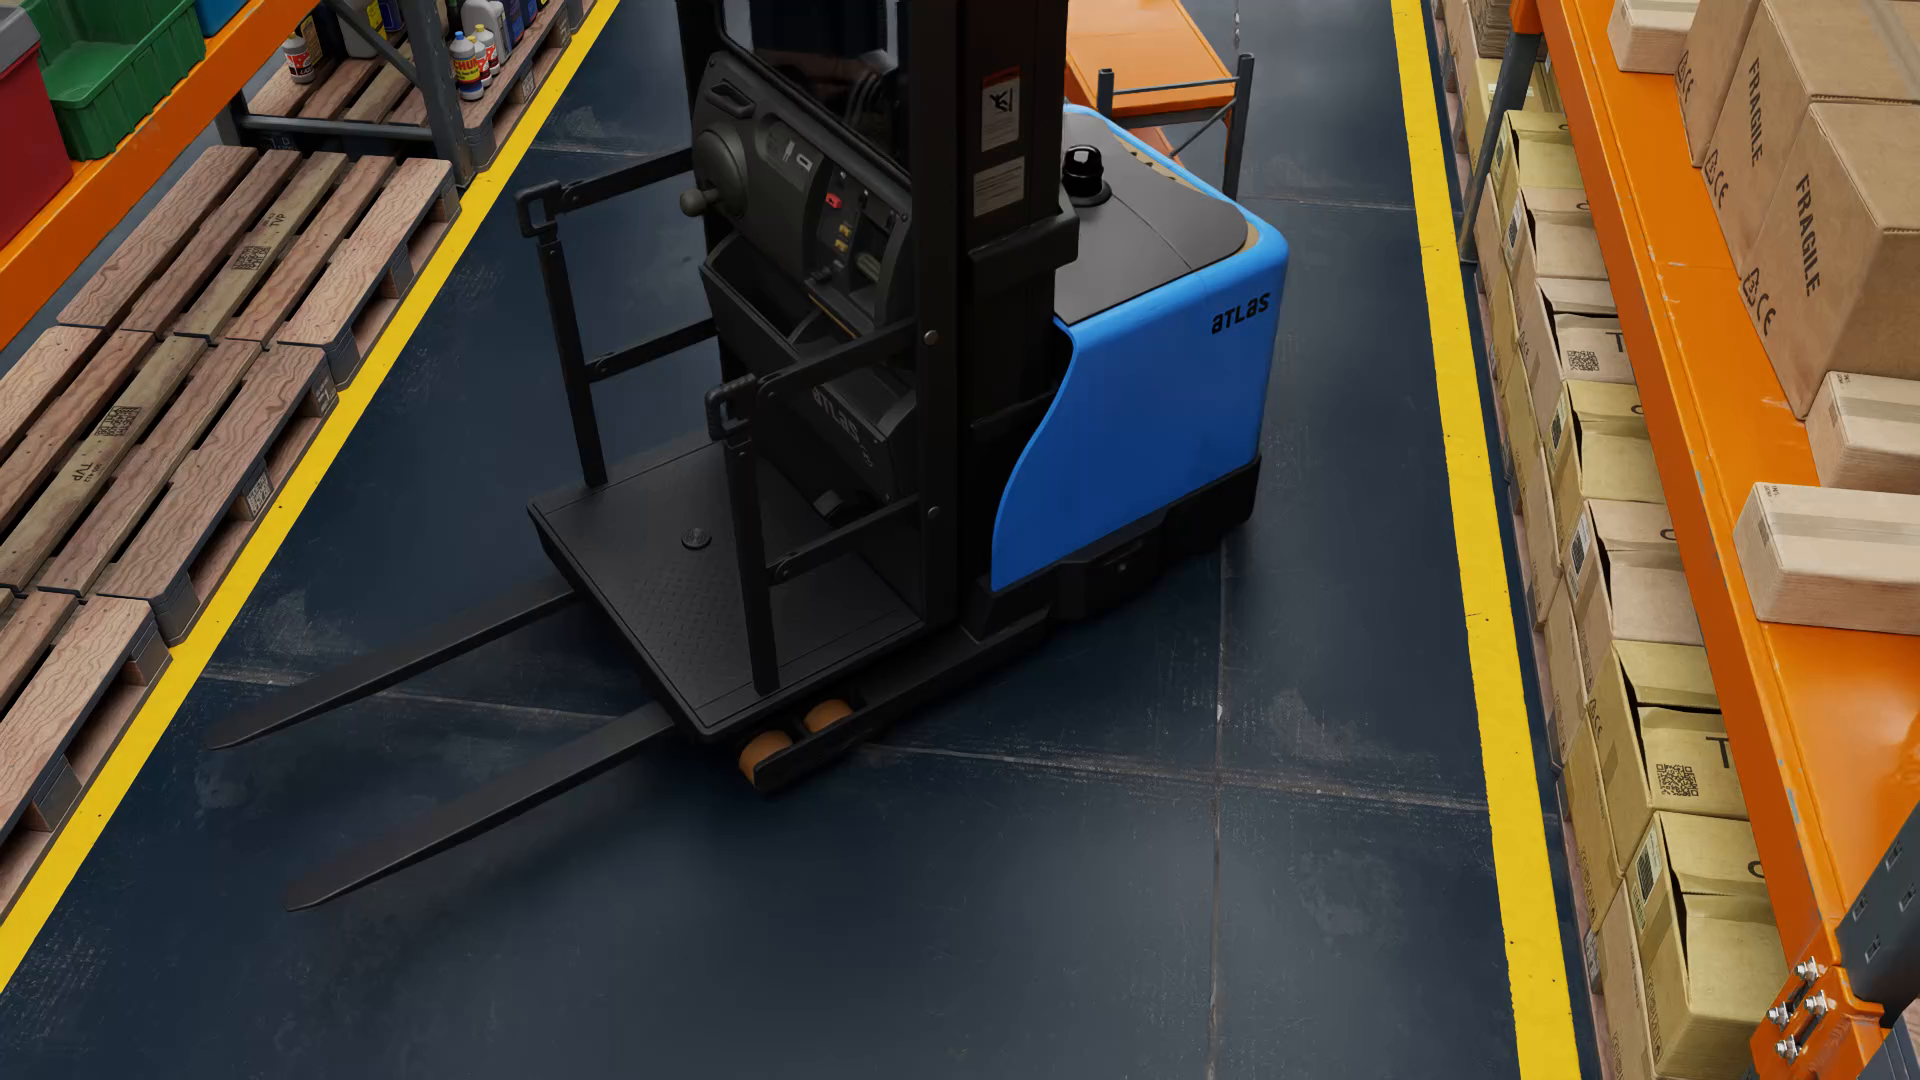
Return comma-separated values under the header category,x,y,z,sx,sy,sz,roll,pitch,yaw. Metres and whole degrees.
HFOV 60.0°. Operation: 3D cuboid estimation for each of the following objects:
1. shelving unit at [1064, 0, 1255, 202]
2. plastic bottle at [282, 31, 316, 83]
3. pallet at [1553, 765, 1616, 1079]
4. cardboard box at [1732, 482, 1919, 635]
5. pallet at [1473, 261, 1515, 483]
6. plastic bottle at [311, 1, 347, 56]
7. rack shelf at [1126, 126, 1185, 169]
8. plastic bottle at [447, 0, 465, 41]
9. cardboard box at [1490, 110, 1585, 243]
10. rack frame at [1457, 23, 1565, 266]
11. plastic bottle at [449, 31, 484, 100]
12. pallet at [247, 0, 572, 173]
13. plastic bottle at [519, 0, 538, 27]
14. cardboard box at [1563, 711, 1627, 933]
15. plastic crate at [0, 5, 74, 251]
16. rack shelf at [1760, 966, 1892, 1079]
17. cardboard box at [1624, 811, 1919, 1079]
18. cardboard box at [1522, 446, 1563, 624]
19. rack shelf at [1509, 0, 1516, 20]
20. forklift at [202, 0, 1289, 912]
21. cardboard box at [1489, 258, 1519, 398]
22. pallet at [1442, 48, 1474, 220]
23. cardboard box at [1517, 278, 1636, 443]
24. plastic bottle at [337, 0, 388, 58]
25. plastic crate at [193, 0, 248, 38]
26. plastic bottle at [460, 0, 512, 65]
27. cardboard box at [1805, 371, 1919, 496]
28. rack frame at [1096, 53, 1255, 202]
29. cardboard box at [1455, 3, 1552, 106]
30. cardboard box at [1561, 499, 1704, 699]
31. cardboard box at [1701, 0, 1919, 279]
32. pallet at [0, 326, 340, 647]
category,x,y,z,sx,sy,sz,roll,pitch,yaw
shelving unit,0.568,-1.419,5.931,0.538,1.125,1.048,-9,44,-9
plastic bottle,-2.754,-2.014,6.911,0.097,0.201,0.097,0,43,0
pallet,2.035,1.039,3.999,1.003,0.211,1.213,5,44,6
cardboard box,1.733,0.037,3.212,0.380,0.149,0.250,5,44,6
pallet,2.358,-0.624,5.755,1.003,0.211,1.213,5,44,6
plastic bottle,-2.693,-2.258,7.060,0.144,0.351,0.185,4,44,4
rack shelf,0.568,-1.242,6.099,0.538,0.278,1.000,-9,44,-9
plastic bottle,-2.106,-2.178,7.024,0.061,0.283,0.133,5,44,6
cardboard box,2.115,-1.241,5.665,0.500,0.311,0.500,5,44,6
rack frame,2.416,-2.142,5.331,1.000,3.000,0.127,5,44,6
plastic bottle,-2.016,-1.941,6.783,0.097,0.271,0.097,0,43,0
pallet,-2.363,-2.036,7.247,1.003,0.211,1.213,5,44,6
plastic bottle,-1.950,-2.434,7.245,0.144,0.351,0.185,4,44,4
cardboard box,1.780,0.698,4.026,0.500,0.250,0.500,5,44,5
plastic crate,-2.505,-0.966,4.041,0.402,0.464,0.583,5,44,6
rack shelf,1.623,2.208,1.259,1.077,0.370,4.000,5,44,6
cardboard box,1.713,0.847,3.460,0.500,0.311,0.500,6,44,7
cardboard box,1.915,0.004,4.758,0.500,0.250,0.500,6,44,6
rack shelf,2.681,-3.244,7.017,1.077,0.370,4.000,5,44,6
forklift,-0.570,-0.799,3.962,3.031,2.935,1.130,-26,49,-25
cardboard box,2.049,-0.696,5.497,0.500,0.250,0.500,6,44,7
pallet,2.563,-1.668,6.858,1.003,0.211,1.213,5,44,6
cardboard box,1.976,-0.547,4.933,0.500,0.311,0.500,4,44,4
plastic bottle,-2.551,-2.245,7.046,0.144,0.351,0.185,5,44,6
plastic crate,-2.330,-1.809,4.990,0.392,0.384,0.575,5,44,6
plastic bottle,-2.001,-2.166,7.017,0.152,0.276,0.135,7,44,7
cardboard box,2.000,-0.199,3.461,0.380,0.149,0.250,8,44,9
rack frame,0.677,-1.078,5.570,0.500,1.125,0.032,-9,44,-9
cardboard box,2.337,-1.972,6.845,0.500,0.250,0.500,5,44,6
cardboard box,1.845,0.148,4.198,0.500,0.311,0.500,5,44,5
cardboard box,2.163,-0.956,4.005,0.500,0.500,0.500,5,44,6
pallet,-2.717,-0.210,5.318,1.003,0.211,1.213,5,44,6
